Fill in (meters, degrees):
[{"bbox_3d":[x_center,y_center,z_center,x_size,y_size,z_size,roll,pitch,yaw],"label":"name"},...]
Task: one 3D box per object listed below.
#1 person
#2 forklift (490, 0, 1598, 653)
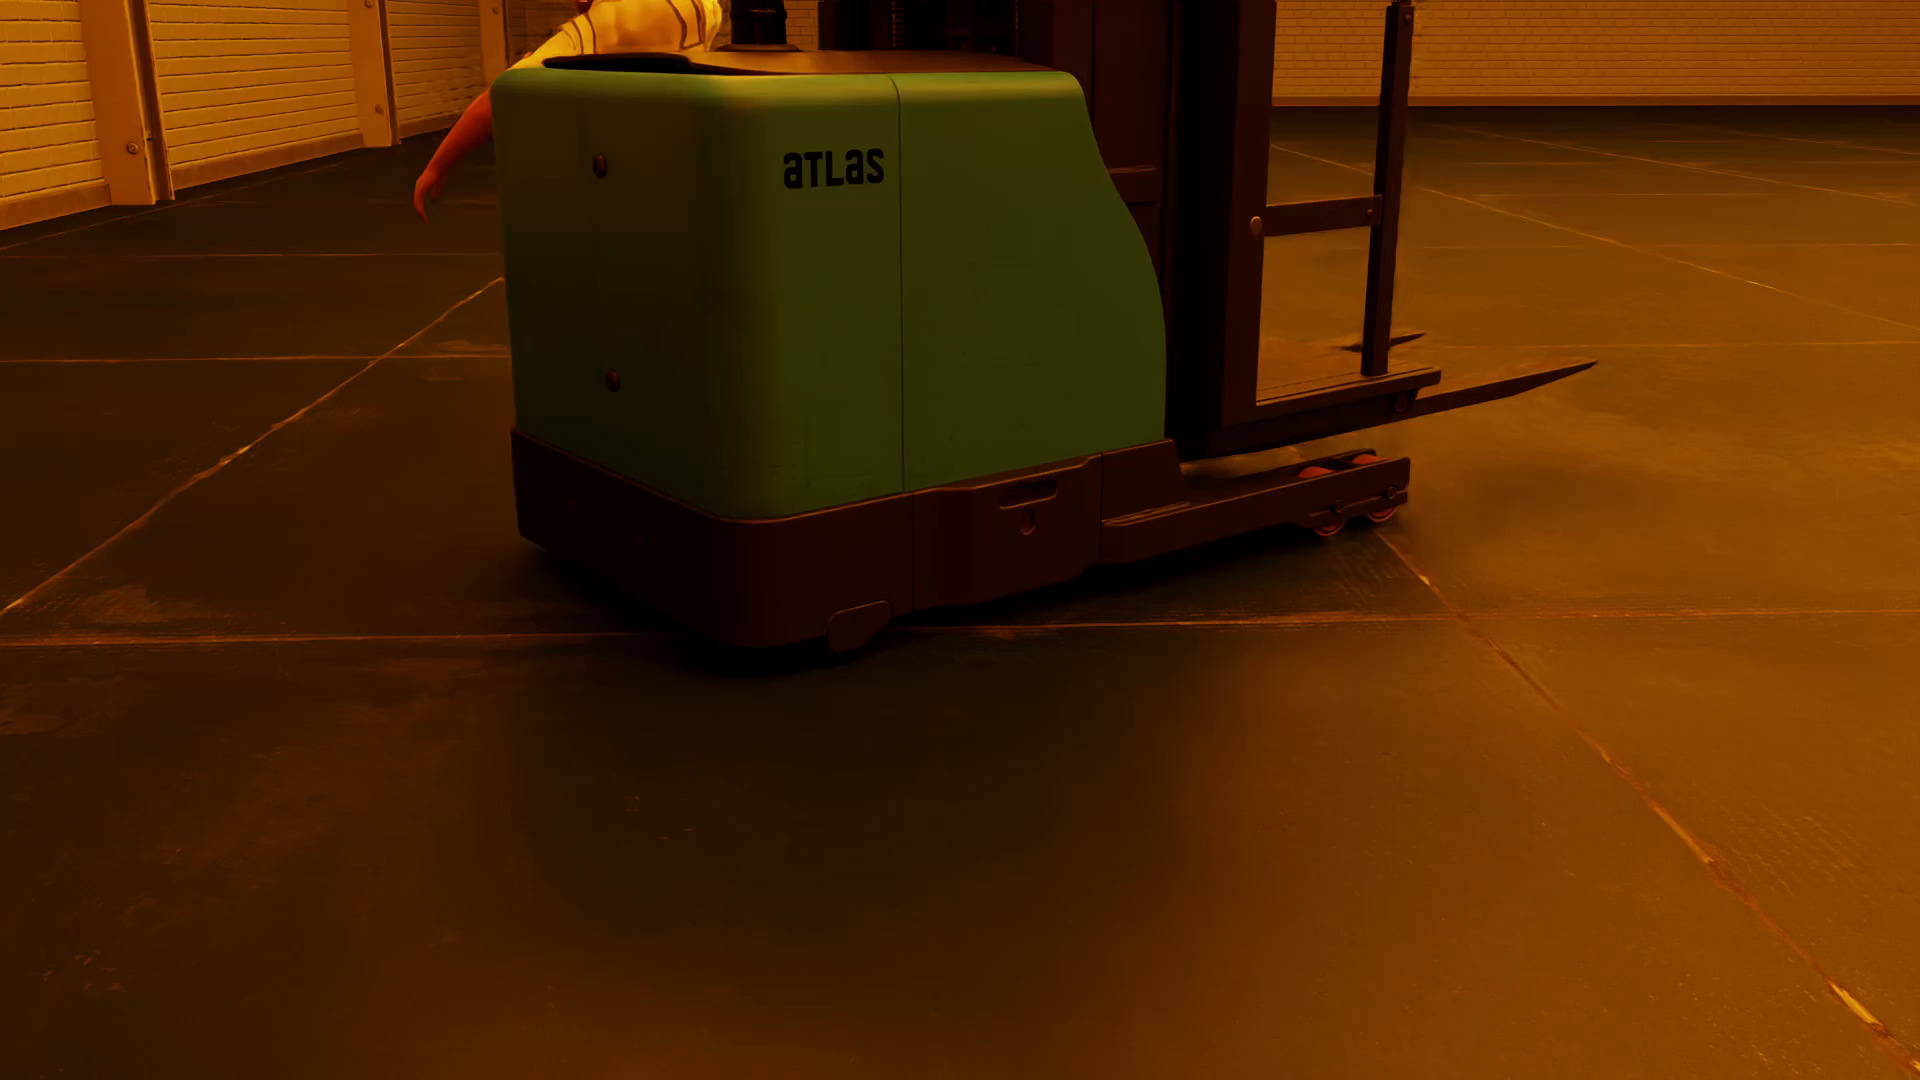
[{"bbox_3d":[-1.078,-1.076,5.007,0.824,1.501,0.975,6,18,18],"label":"person"},{"bbox_3d":[0.476,-1.518,3.869,3.031,2.935,1.130,-13,21,-36],"label":"forklift"}]
